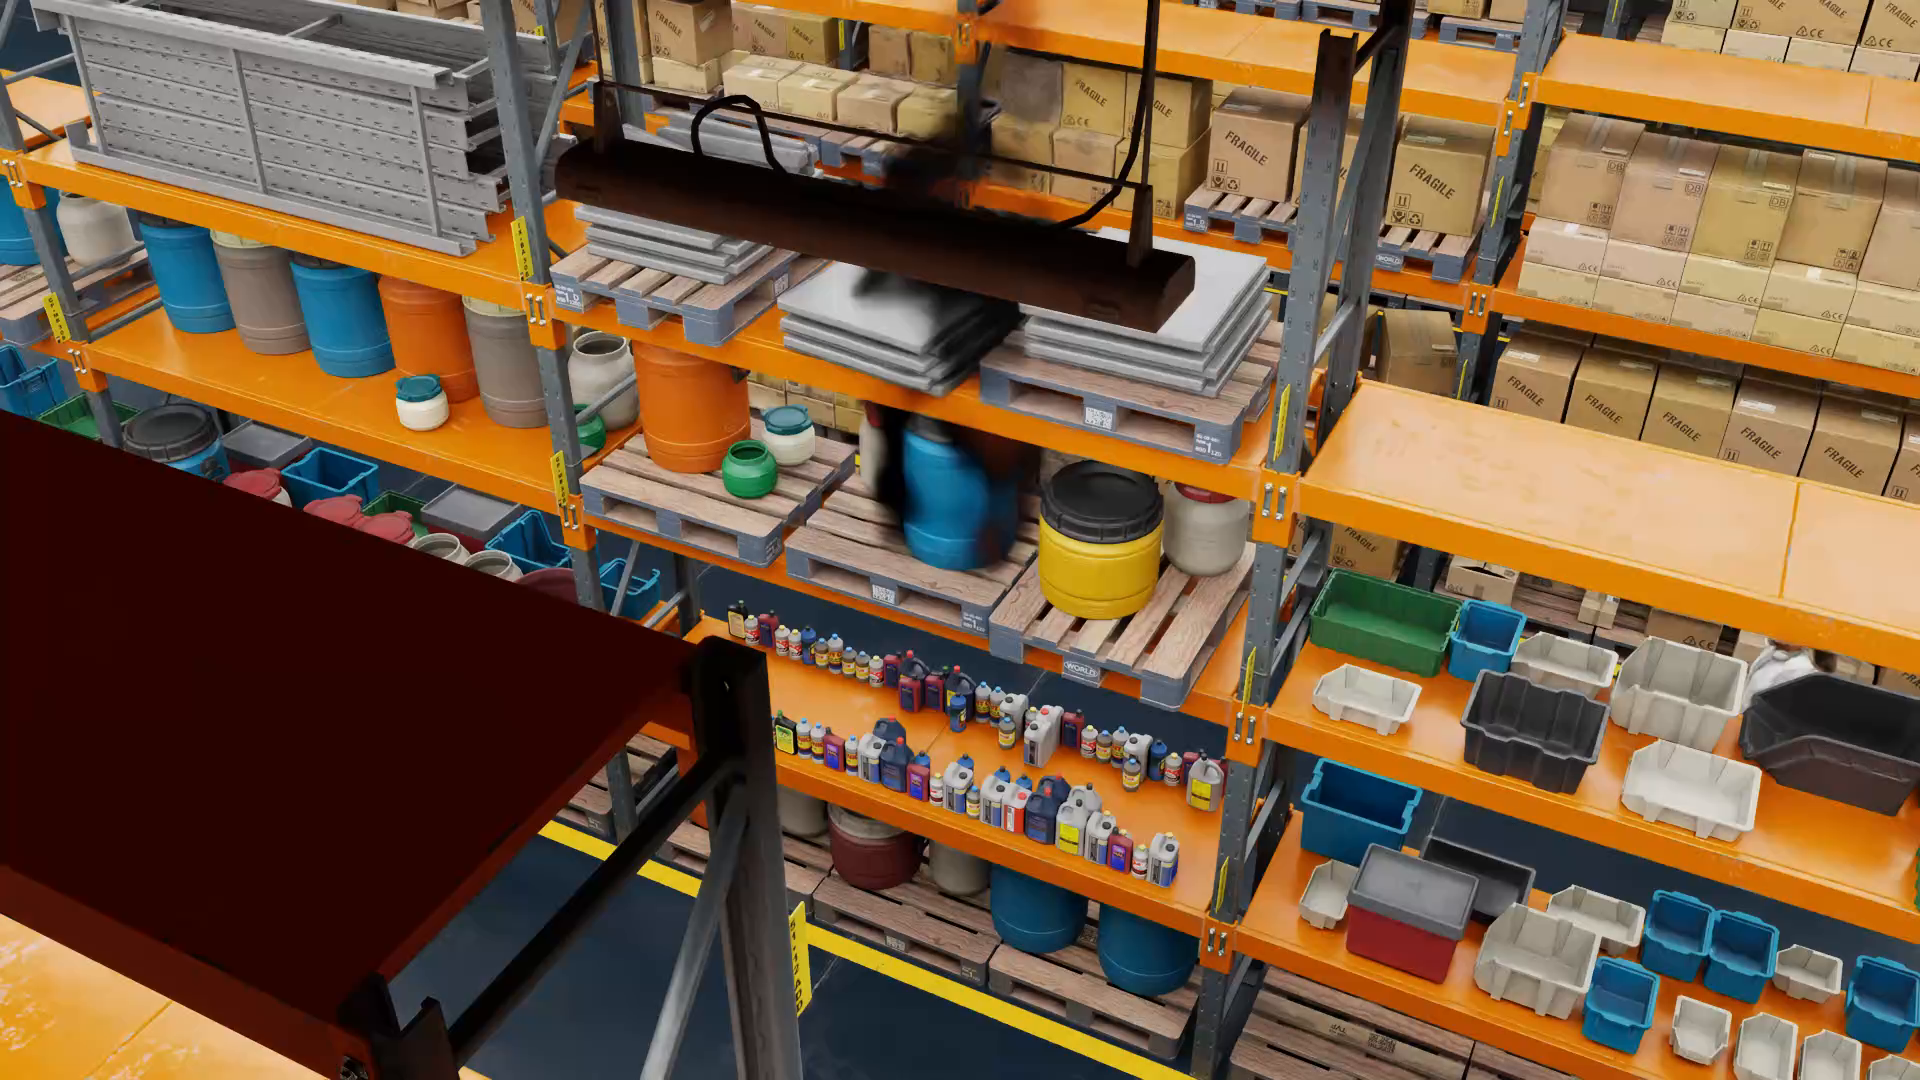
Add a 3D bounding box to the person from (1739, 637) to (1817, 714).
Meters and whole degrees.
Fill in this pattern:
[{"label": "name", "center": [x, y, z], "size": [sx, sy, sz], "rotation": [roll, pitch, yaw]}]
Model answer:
[{"label": "person", "center": [5.160, 1.188, 10.669], "size": [0.623, 1.796, 0.685], "rotation": [12, 37, 16]}]
